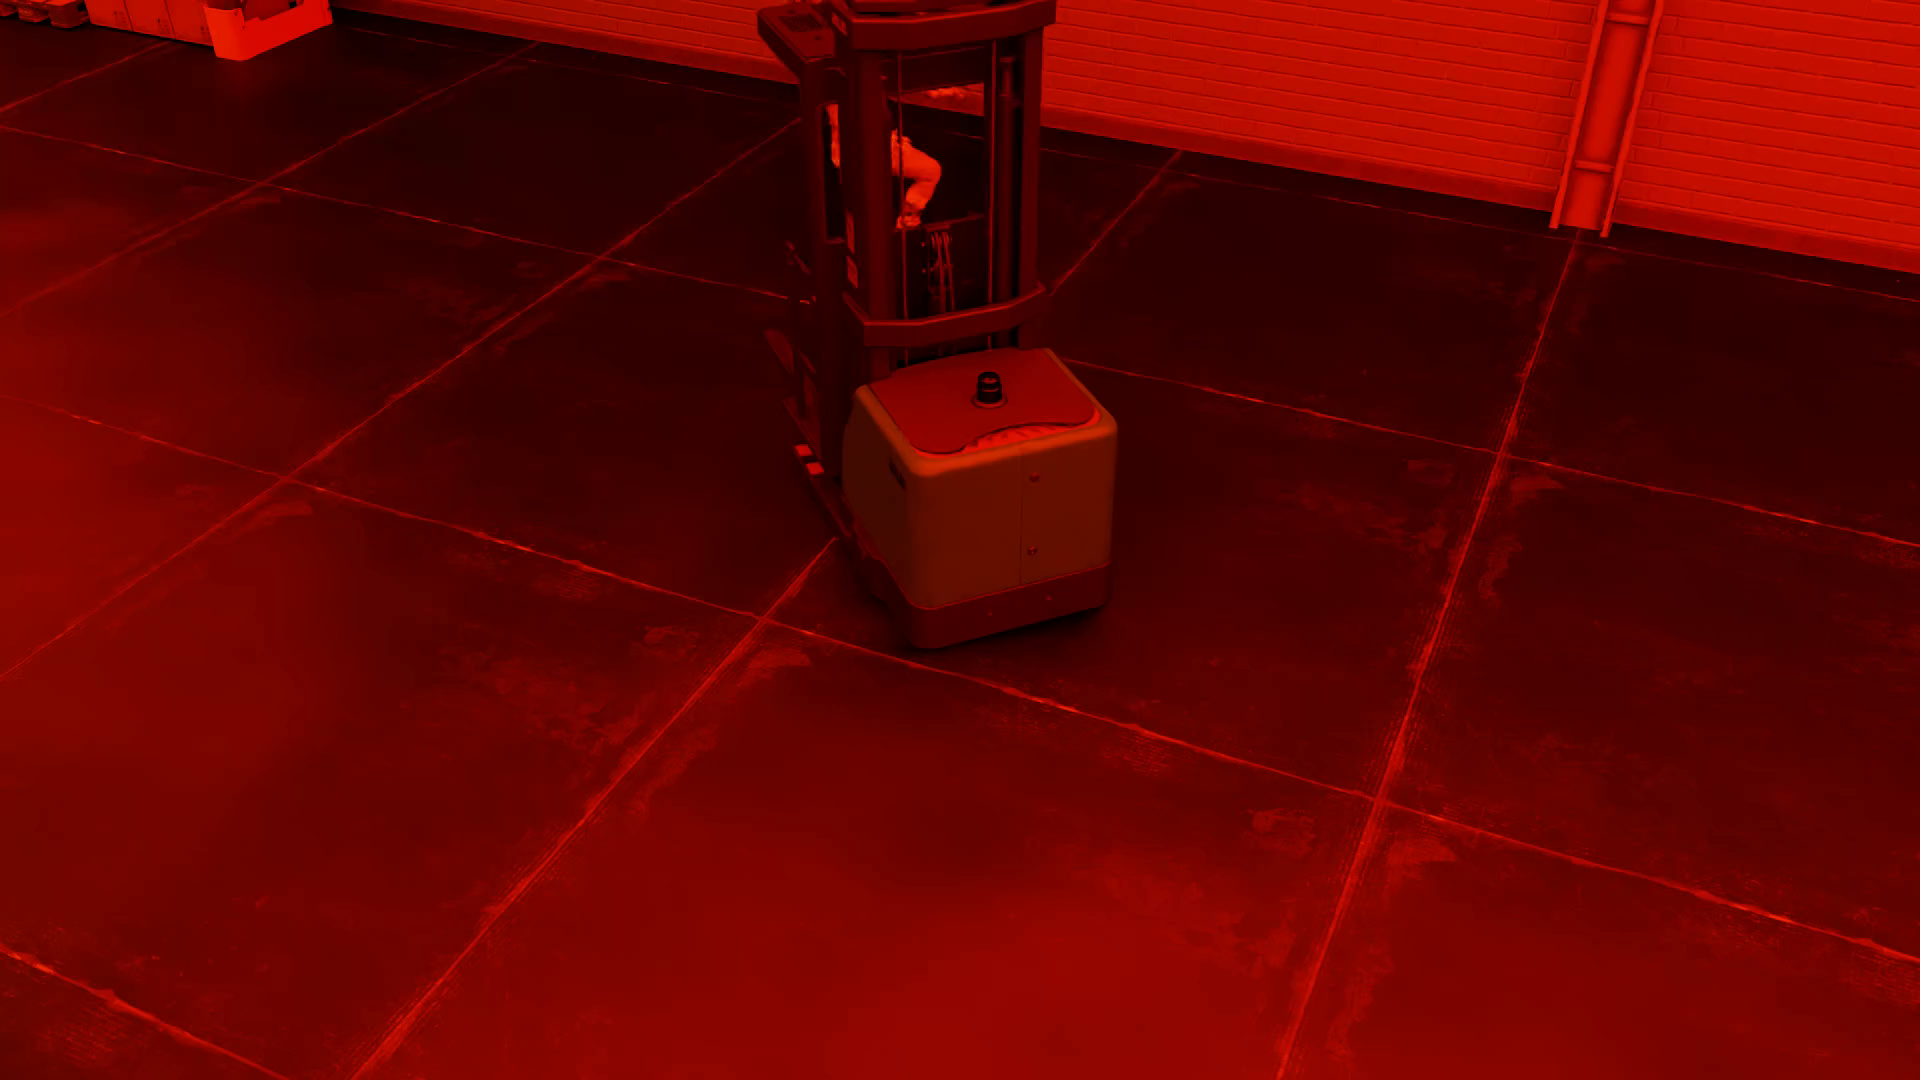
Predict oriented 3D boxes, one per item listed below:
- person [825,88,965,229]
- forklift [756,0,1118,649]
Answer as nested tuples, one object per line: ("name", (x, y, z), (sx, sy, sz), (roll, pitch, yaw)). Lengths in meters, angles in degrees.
("person", (-0.479, -2.491, 10.773), (0.762, 1.551, 1.046), (25, 42, 30))
("forklift", (-0.293, -1.533, 8.236), (1.130, 2.935, 3.031), (-13, 38, -18))
